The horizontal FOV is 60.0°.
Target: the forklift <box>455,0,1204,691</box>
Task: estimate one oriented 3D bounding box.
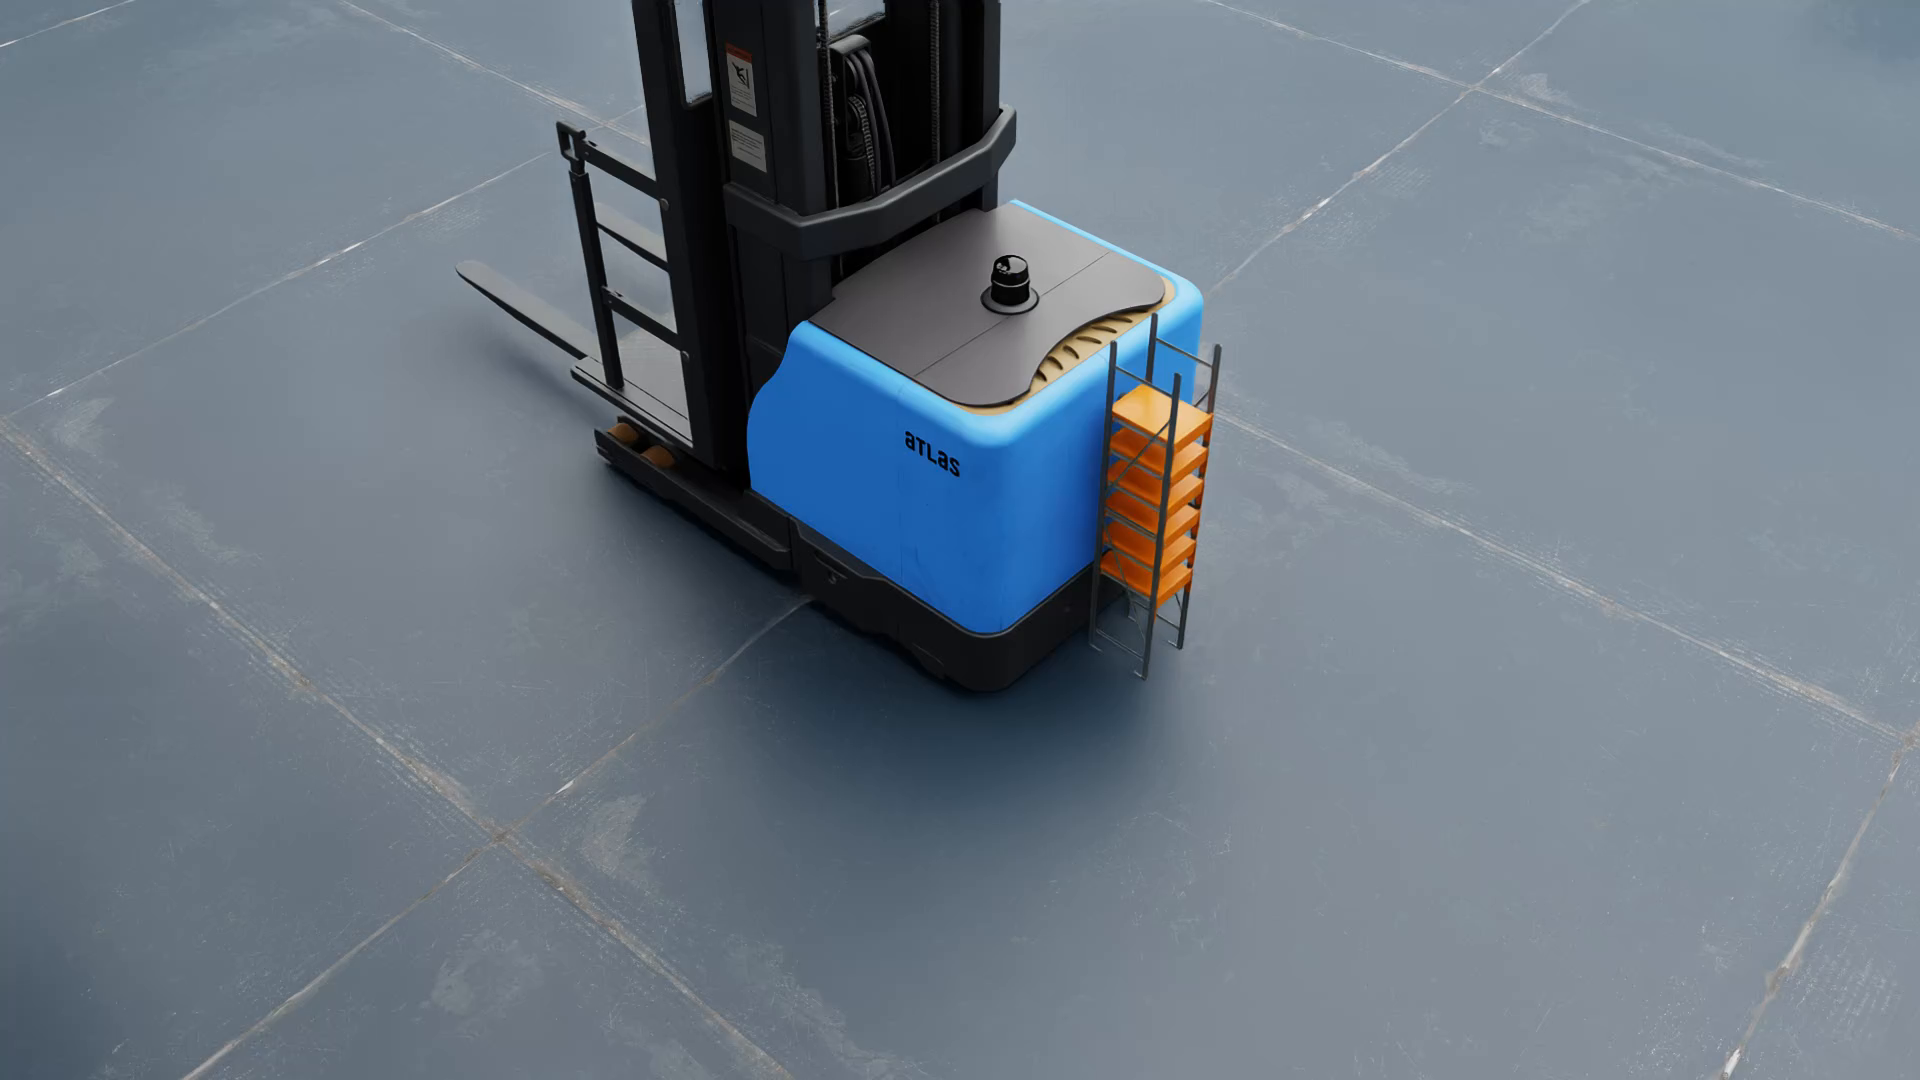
[{"bbox_3d":[-0.674,-1.483,5.203,3.031,2.935,1.130,32,51,30],"label":"forklift"}]

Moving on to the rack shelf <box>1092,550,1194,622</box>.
[{"bbox_3d":[0.566,0.113,5.156,0.258,0.103,0.180,32,51,30],"label":"rack shelf"}]

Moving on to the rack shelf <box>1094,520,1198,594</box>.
[{"bbox_3d":[0.566,0.025,5.075,0.258,0.103,0.180,32,51,30],"label":"rack shelf"}]

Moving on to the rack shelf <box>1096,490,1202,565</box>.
[{"bbox_3d":[0.566,-0.064,4.994,0.258,0.103,0.180,32,51,30],"label":"rack shelf"}]

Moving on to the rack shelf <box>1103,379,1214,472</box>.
[{"bbox_3d":[0.566,-0.330,4.752,0.258,0.103,0.180,32,51,30],"label":"rack shelf"}]

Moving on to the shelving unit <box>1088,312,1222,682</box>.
[{"bbox_3d":[0.566,-0.097,4.964,0.258,1.200,0.189,32,51,30],"label":"shelving unit"}]

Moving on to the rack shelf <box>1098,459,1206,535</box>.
[{"bbox_3d":[0.566,-0.153,4.914,0.258,0.103,0.180,32,51,30],"label":"rack shelf"}]

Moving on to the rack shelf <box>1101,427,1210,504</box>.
[{"bbox_3d":[0.566,-0.241,4.833,0.258,0.103,0.180,32,51,30],"label":"rack shelf"}]

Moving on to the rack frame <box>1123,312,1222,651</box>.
[{"bbox_3d":[0.628,-0.142,5.014,0.240,1.200,0.006,32,51,30],"label":"rack frame"}]

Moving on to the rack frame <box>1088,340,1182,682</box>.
[{"bbox_3d":[0.504,-0.052,4.915,0.240,1.200,0.006,32,51,30],"label":"rack frame"}]
